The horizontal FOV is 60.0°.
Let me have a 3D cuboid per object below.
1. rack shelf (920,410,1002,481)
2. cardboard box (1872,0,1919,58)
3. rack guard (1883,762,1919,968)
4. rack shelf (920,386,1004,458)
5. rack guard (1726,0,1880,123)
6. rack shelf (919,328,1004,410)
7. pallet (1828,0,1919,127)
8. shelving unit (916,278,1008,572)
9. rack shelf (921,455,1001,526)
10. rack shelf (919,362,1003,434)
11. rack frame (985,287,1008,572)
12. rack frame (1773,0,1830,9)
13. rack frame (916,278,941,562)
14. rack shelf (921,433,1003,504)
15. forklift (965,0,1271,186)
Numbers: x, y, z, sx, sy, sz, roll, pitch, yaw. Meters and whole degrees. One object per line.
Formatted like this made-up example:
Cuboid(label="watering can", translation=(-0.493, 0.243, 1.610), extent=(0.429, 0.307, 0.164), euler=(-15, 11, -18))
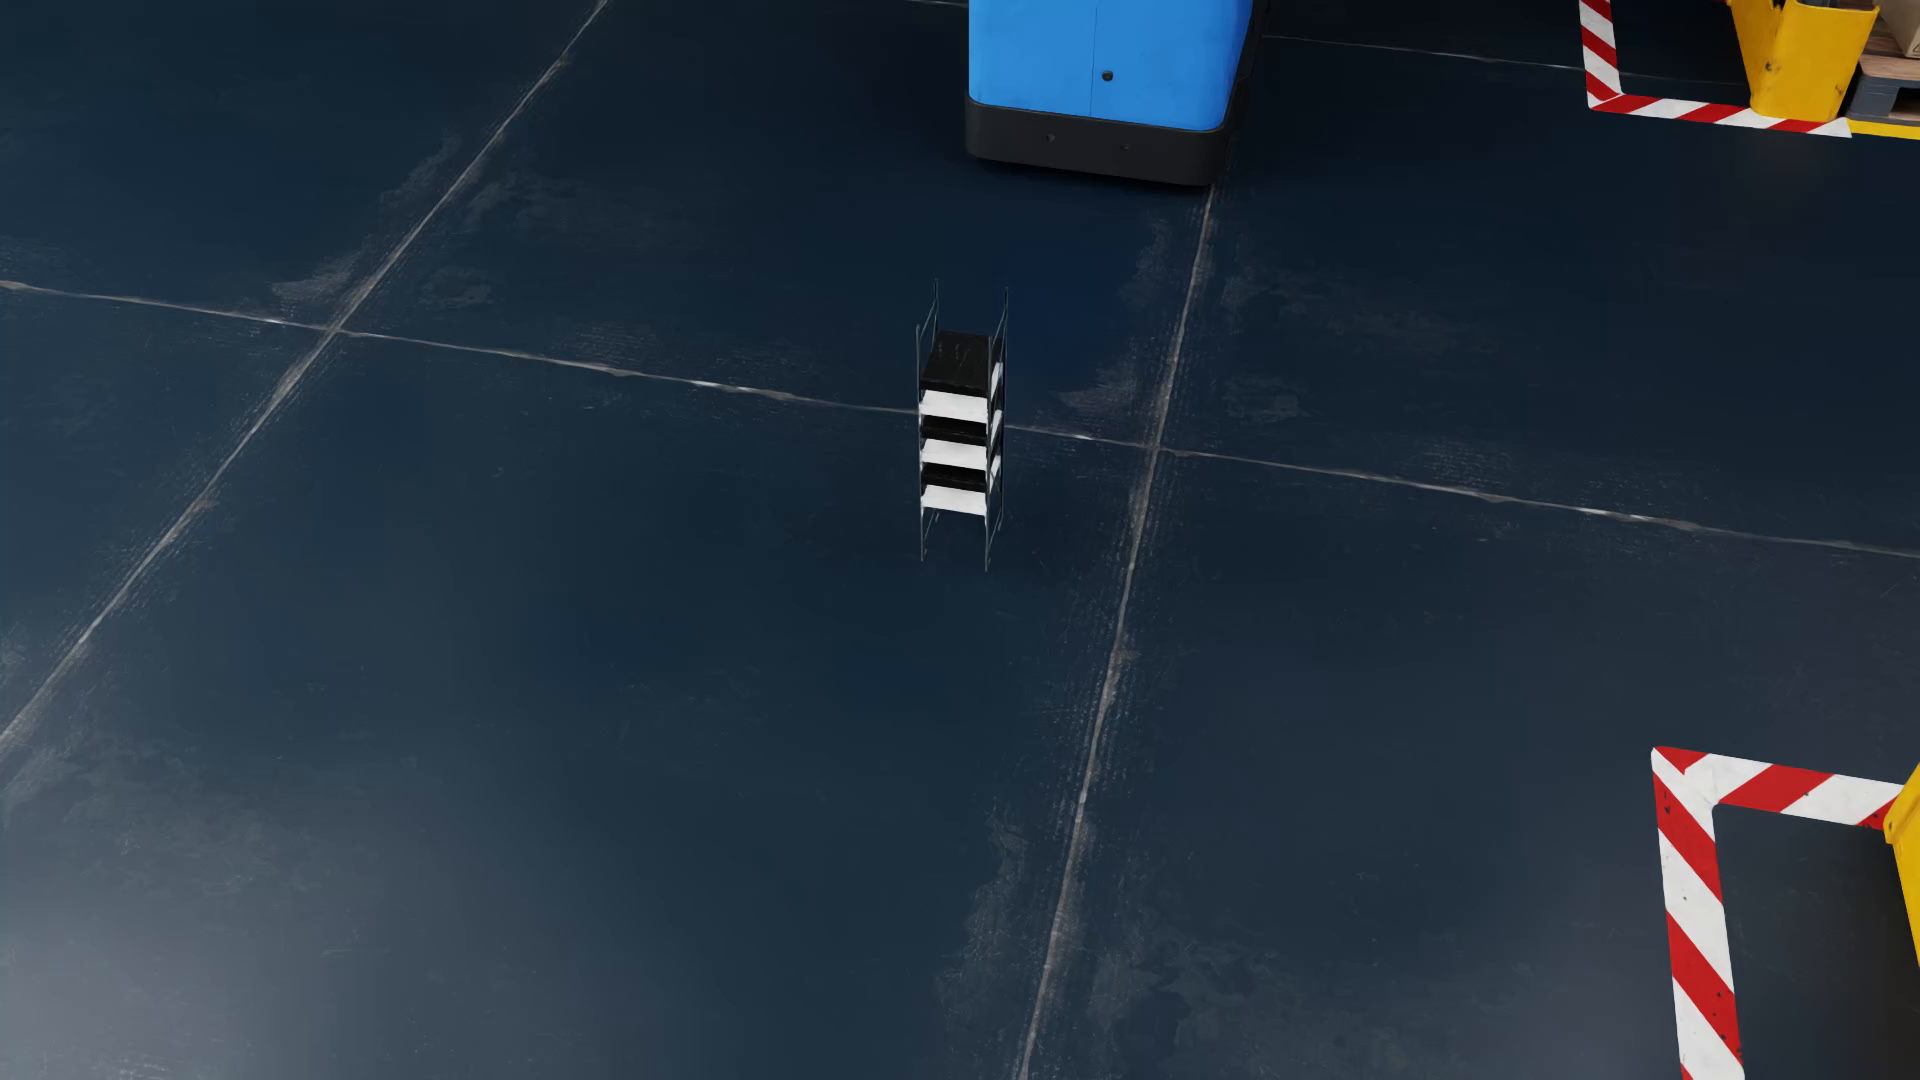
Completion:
Cuboid(label="rack shelf", translation=(0.008, -0.299, 4.960), extent=(0.200, 0.077, 0.258), euler=(9, 45, 9))
Cuboid(label="cardboard box", translation=(4.285, -2.311, 7.110), extent=(0.500, 0.311, 0.500), euler=(4, 44, 4))
Cuboid(label="rack guard", translation=(2.528, 0.963, 3.889), extent=(0.348, 0.500, 1.175), euler=(9, 45, 9))
Cuboid(label="rack shelf", translation=(0.008, -0.364, 4.897), extent=(0.200, 0.077, 0.258), euler=(9, 45, 9))
Cuboid(label="rack guard", translation=(3.704, -2.375, 7.357), extent=(0.348, 0.500, 1.175), euler=(9, 45, 9))
Cuboid(label="rack shelf", translation=(0.008, -0.493, 4.773), extent=(0.200, 0.077, 0.258), euler=(9, 45, 9))
Cuboid(label="pallet", translation=(4.489, -2.124, 7.305), extent=(1.213, 0.211, 1.003), euler=(9, 45, 9))
Cuboid(label="shelving unit", translation=(0.008, -0.323, 4.937), extent=(0.210, 0.900, 0.258), euler=(9, 45, 9))
Cuboid(label="rack shelf", translation=(0.008, -0.169, 5.085), extent=(0.200, 0.077, 0.258), euler=(9, 45, 9))
Cuboid(label="rack shelf", translation=(0.008, -0.429, 4.835), extent=(0.200, 0.077, 0.258), euler=(9, 45, 9))
Cuboid(label="rack frame", translation=(0.107, -0.308, 4.921), extent=(0.006, 0.900, 0.240), euler=(9, 45, 9))
Cuboid(label="rack frame", translation=(3.630, -3.287, 6.502), extent=(0.127, 3.000, 1.000), euler=(9, 45, 9))
Cuboid(label="rack frame", translation=(-0.091, -0.338, 4.953), extent=(0.006, 0.900, 0.240), euler=(9, 45, 9))
Cuboid(label="rack shelf", translation=(0.008, -0.234, 5.022), extent=(0.200, 0.077, 0.258), euler=(9, 45, 9))
Cuboid(label="forklift", translation=(0.871, -3.500, 6.773), extent=(1.130, 2.935, 3.031), euler=(10, 45, 10))
